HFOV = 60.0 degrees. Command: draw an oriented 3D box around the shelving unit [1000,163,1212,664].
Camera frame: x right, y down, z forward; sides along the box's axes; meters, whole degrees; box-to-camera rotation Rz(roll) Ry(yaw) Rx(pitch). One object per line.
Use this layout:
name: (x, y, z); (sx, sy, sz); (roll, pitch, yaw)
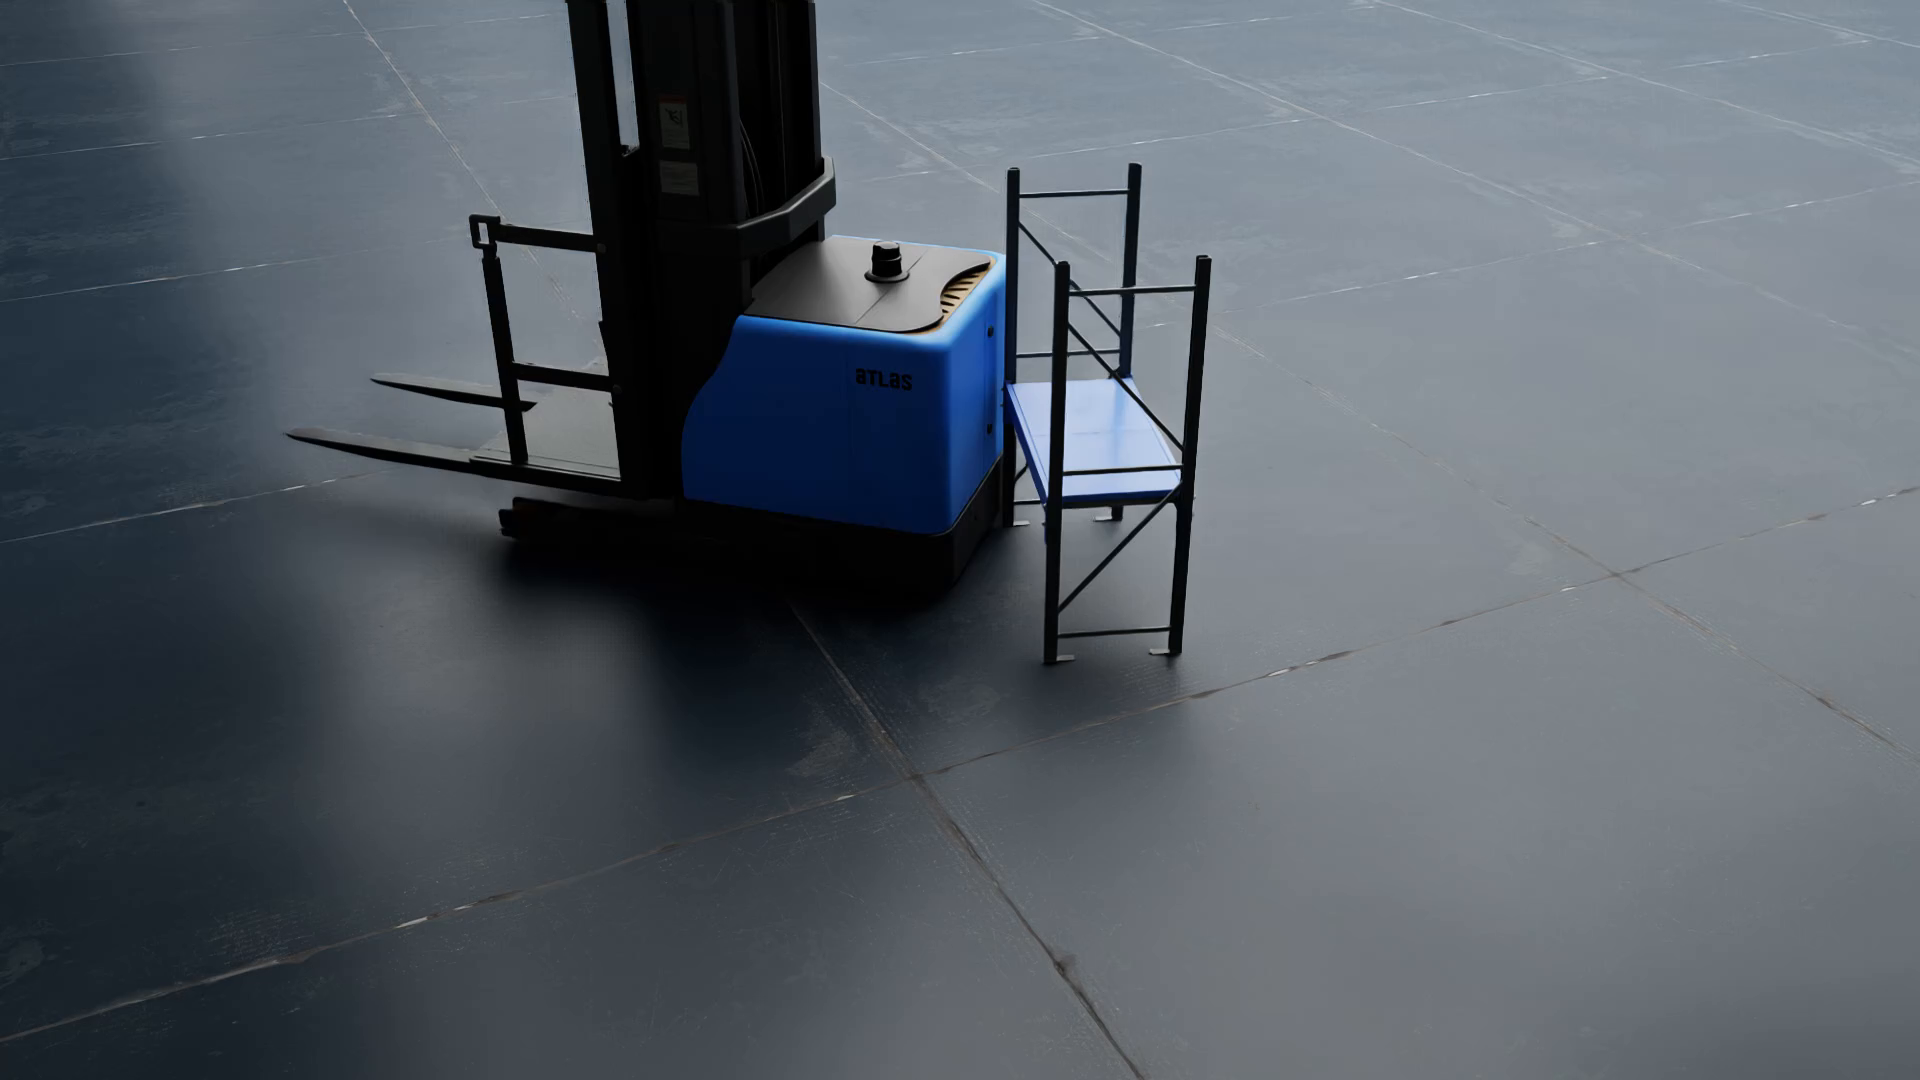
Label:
shelving unit: (0.487, -0.481, 6.074); (0.538, 1.500, 1.048); (-4, 29, -6)

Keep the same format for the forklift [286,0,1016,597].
forklift: (-1.340, -1.472, 6.378); (3.031, 2.935, 1.130); (9, 30, 15)

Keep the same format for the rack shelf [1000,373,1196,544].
rack shelf: (0.487, -0.324, 6.162); (0.538, 0.185, 1.000); (-4, 29, -6)

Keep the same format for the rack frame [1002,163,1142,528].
rack frame: (0.424, -0.727, 6.514); (0.500, 1.500, 0.032); (-4, 29, -6)

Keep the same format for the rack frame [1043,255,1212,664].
rack frame: (0.550, -0.234, 5.634); (0.500, 1.500, 0.032); (-4, 29, -6)
